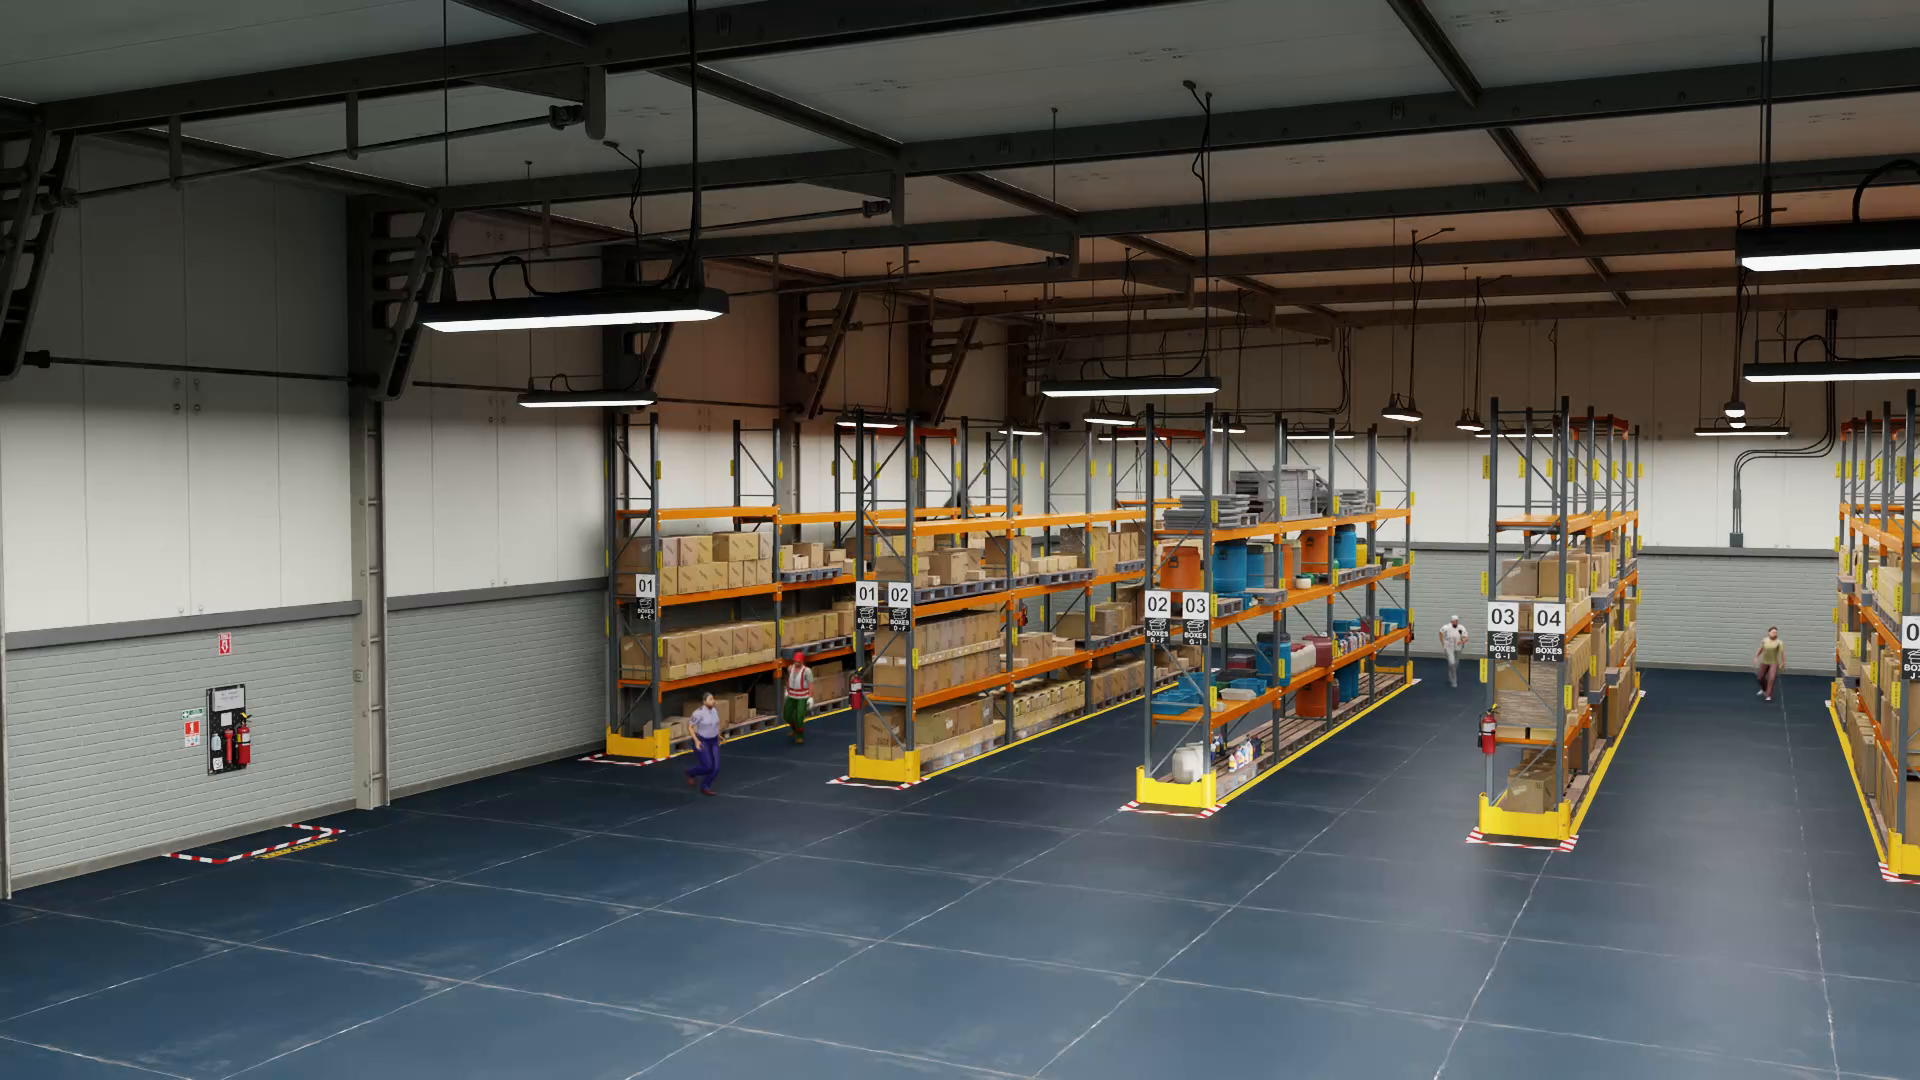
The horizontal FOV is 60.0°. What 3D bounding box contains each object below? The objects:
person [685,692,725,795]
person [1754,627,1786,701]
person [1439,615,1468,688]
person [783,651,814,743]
[{"bbox_3d":[-3.928,3.134,25.625,0.588,1.591,0.597,2,3,38],"label":"person"},{"bbox_3d":[17.630,2.675,36.183,0.655,1.607,0.702,2,3,37],"label":"person"},{"bbox_3d":[11.471,2.570,38.689,0.625,1.668,0.874,0,2,4],"label":"person"},{"bbox_3d":[-2.942,2.864,30.387,0.823,1.695,0.691,1,3,29],"label":"person"}]
